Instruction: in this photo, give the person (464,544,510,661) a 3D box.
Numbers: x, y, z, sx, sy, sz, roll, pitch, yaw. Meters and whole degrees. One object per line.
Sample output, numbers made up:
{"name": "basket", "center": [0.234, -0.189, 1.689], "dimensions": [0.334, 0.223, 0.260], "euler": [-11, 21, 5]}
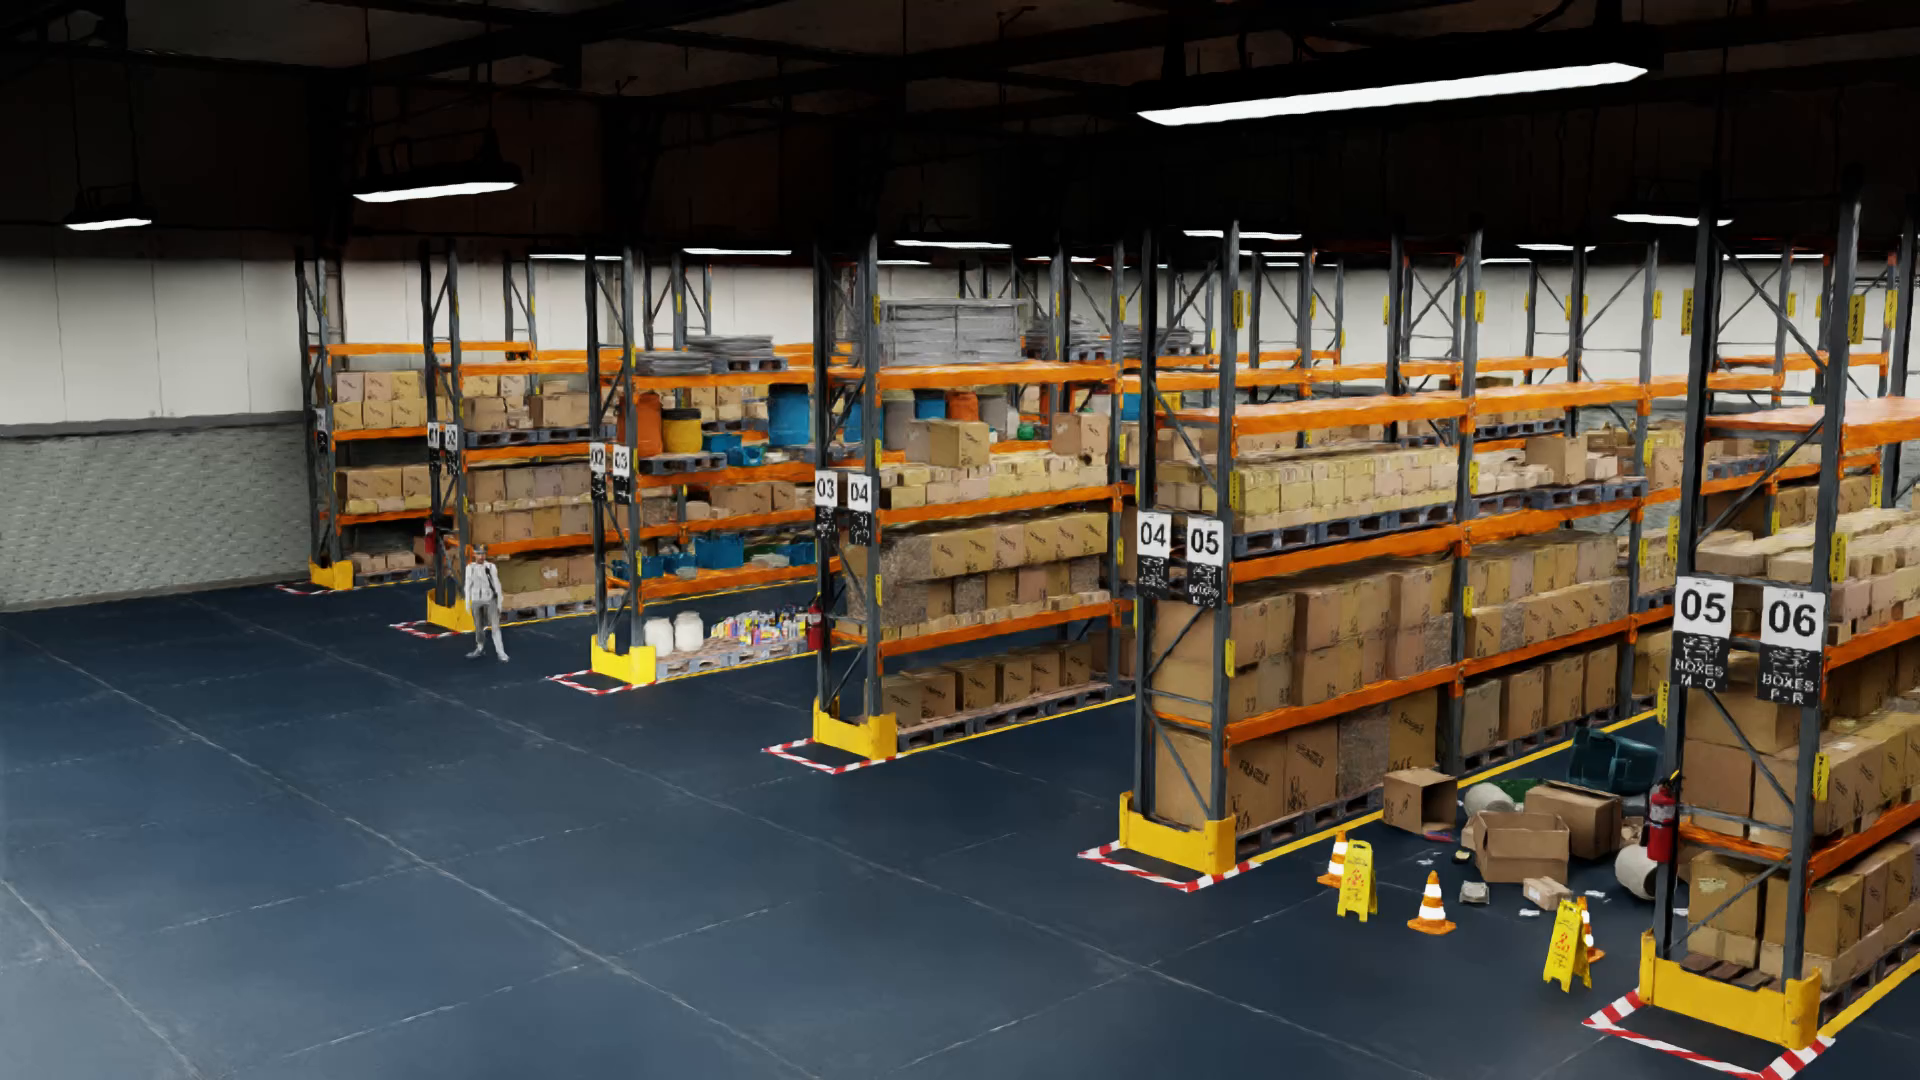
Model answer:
{"name": "person", "center": [-6.739, 0.872, 23.642], "dimensions": [0.685, 1.672, 0.554], "euler": [-1, 8, -3]}
